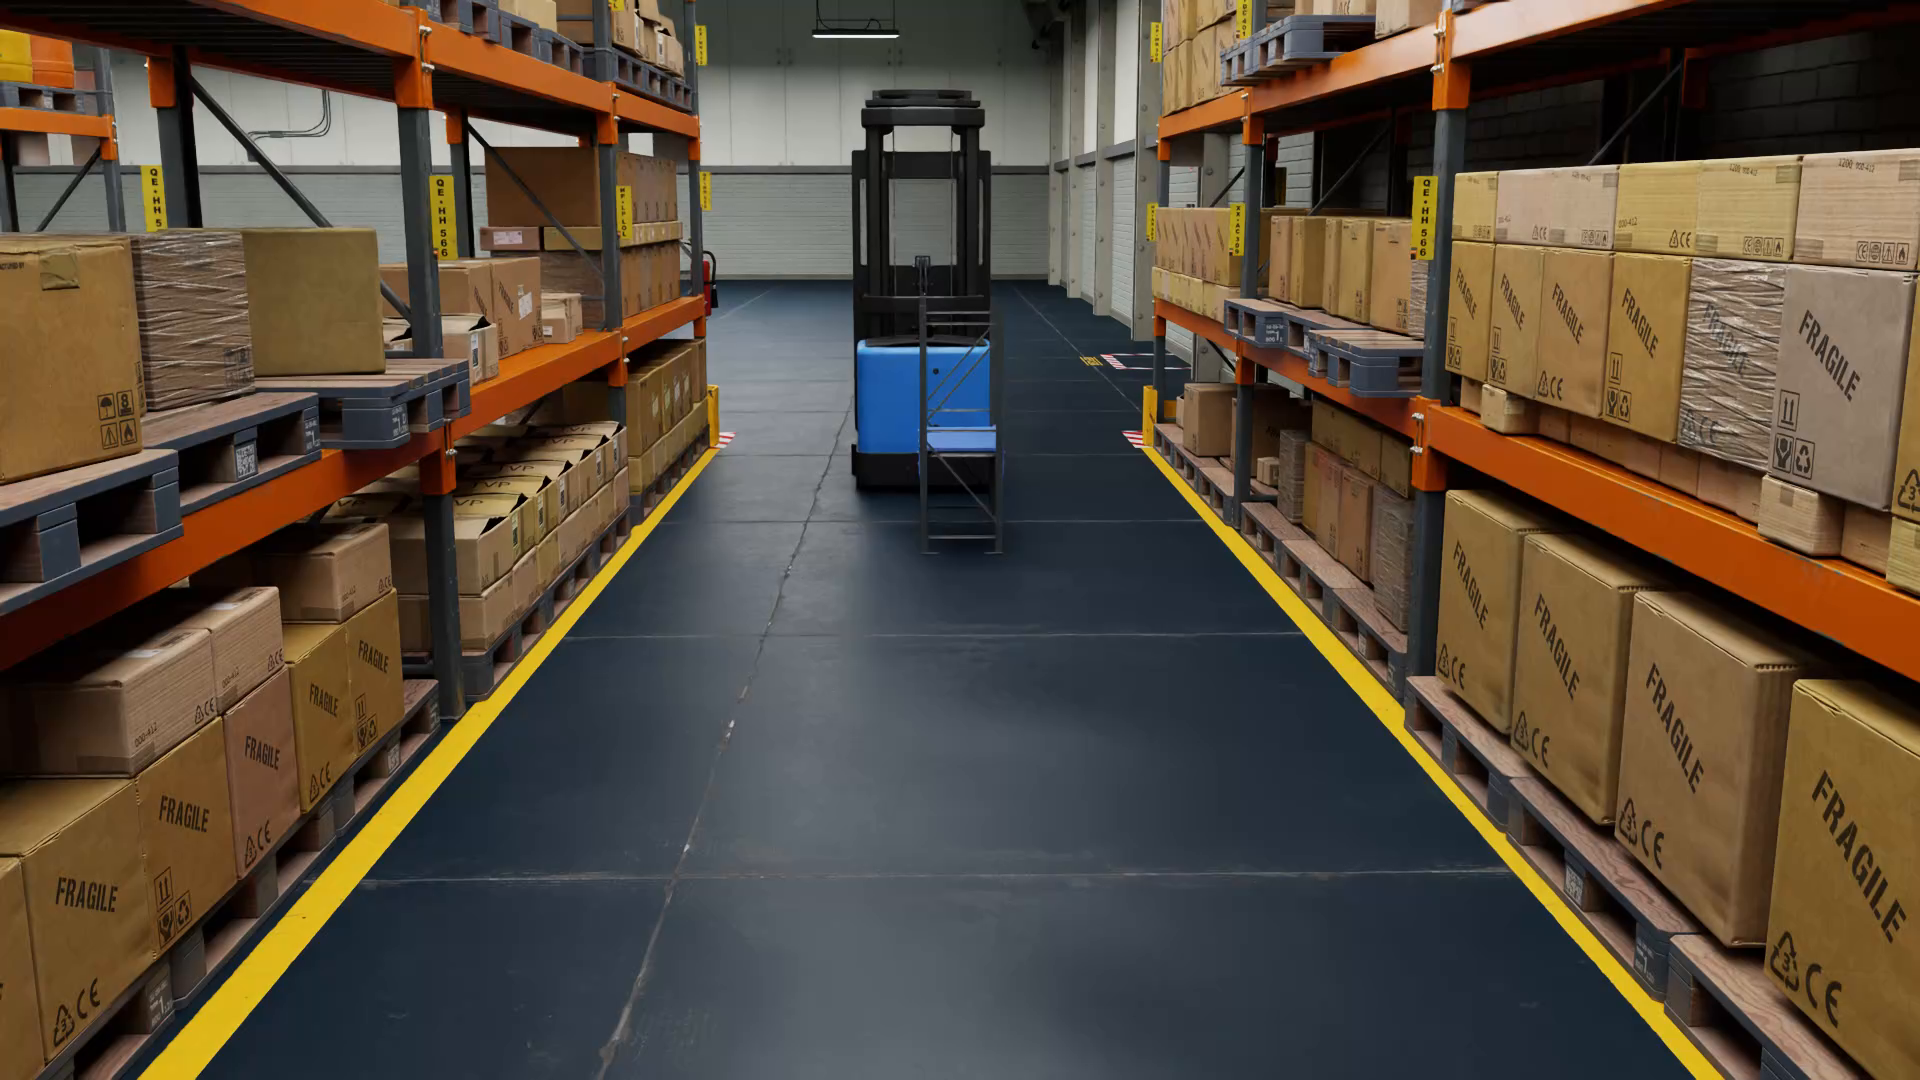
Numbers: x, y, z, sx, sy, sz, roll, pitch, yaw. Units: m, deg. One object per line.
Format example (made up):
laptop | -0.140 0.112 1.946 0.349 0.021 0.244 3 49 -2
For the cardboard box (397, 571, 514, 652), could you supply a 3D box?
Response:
cardboard box | -2.287 0.308 7.356 0.500 0.250 0.500 0 11 -1

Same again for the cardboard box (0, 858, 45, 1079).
cardboard box | -2.254 0.979 3.370 0.500 0.500 0.500 -1 11 -4

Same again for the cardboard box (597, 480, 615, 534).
cardboard box | -2.346 -0.200 9.860 0.500 0.250 0.500 0 11 -2

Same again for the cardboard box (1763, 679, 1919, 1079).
cardboard box | 2.322 0.765 3.596 0.750 0.750 0.750 0 11 0

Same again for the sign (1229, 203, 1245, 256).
sign | 1.757 -1.965 10.524 0.100 0.325 0.005 0 11 -1

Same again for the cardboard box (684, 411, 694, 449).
cardboard box | -2.395 -0.873 13.177 0.500 0.250 0.500 0 11 -1

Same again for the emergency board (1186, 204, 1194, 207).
emergency board | 2.959 -3.888 22.181 0.194 1.169 0.643 0 11 -1

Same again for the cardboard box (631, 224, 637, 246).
cardboard box | -2.487 -2.148 11.719 0.380 0.149 0.250 -1 11 -3

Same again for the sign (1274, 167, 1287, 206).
sign | 2.772 -3.060 14.393 0.100 0.325 0.005 0 11 -1

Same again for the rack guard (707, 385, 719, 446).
rack guard | -2.736 -1.098 14.716 1.175 0.500 0.348 0 11 -1

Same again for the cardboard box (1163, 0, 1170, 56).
cardboard box | 1.982 -4.281 13.756 0.500 0.500 0.500 -1 12 -5

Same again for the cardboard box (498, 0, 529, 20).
cardboard box | -2.636 -2.894 9.058 0.500 0.250 0.500 -1 12 -7

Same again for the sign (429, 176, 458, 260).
sign | -2.028 -1.261 6.518 0.100 0.325 0.005 0 11 -1

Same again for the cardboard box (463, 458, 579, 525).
cardboard box | -2.326 -0.275 8.818 0.500 0.311 0.500 0 11 -2

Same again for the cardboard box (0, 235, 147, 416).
cardboard box | -2.586 -0.539 4.364 0.700 0.500 0.500 -3 12 -16

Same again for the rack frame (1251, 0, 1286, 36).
rack frame | 2.300 -4.485 10.032 1.000 3.000 0.127 0 11 -1

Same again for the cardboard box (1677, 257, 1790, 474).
cardboard box | 2.181 -0.451 4.188 0.500 0.500 0.500 0 11 -1

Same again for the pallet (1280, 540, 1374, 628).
pallet | 2.345 0.220 8.945 1.003 0.211 1.213 0 11 -1

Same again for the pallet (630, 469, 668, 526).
pallet | -2.627 -0.315 11.582 1.003 0.211 1.213 0 11 -1

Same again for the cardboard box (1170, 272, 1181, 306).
cardboard box | 1.939 -1.973 13.069 0.500 0.250 0.500 0 11 -2

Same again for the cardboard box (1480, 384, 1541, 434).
cardboard box | 2.075 -0.467 5.896 0.380 0.149 0.250 0 11 1

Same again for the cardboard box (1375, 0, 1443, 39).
cardboard box | 2.098 -2.328 7.118 0.500 0.311 0.500 0 11 -1

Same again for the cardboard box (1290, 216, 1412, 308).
cardboard box | 2.281 -1.597 9.528 0.700 0.500 0.500 1 12 5

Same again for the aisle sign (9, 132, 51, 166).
aisle sign | -7.982 -3.586 14.154 0.394 0.787 0.004 0 11 -1

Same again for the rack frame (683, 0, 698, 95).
rack frame | -2.735 -5.259 13.848 1.000 3.000 0.127 0 11 -1

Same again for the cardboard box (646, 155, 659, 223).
cardboard box | -2.710 -2.695 12.787 0.700 0.500 0.500 0 11 -1

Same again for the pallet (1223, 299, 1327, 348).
pallet | 2.170 -1.298 9.896 1.003 0.211 1.213 0 11 -1

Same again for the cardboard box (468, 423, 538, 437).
cardboard box | -2.893 -0.574 10.291 0.500 0.311 0.500 0 11 -1

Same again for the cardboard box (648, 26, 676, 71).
cardboard box | -2.437 -3.681 12.431 0.500 0.311 0.500 1 12 6

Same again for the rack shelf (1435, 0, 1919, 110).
rack shelf | 2.424 -1.469 4.523 1.077 0.370 4.000 0 11 -1

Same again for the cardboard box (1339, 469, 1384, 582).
cardboard box | 2.382 -0.085 8.612 0.700 0.500 0.500 0 11 -1

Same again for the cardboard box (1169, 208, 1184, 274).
cardboard box | 1.931 -2.346 13.022 0.500 0.500 0.500 -1 11 -3

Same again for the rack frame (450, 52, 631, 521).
rack frame | -2.653 -1.524 10.525 1.000 3.000 0.127 0 11 -1

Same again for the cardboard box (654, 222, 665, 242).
cardboard box | -2.516 -2.405 12.988 0.380 0.149 0.250 0 11 1

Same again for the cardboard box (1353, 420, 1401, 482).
cardboard box | 2.351 -0.466 8.608 0.500 0.250 0.500 0 11 -1

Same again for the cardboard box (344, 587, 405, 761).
cardboard box | -2.316 0.466 5.899 0.500 0.500 0.500 0 11 1

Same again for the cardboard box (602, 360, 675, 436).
cardboard box | -2.370 -1.042 12.122 0.500 0.500 0.500 0 11 -1

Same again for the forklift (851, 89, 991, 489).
forklift | -0.314 -2.059 13.336 1.130 2.935 3.031 -1 11 -3

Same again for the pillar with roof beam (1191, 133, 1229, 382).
pillar with roof beam | -1.332 -6.319 19.075 9.100 9.000 0.400 0 11 -1

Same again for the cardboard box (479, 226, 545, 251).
cardboard box | -2.873 -1.944 10.712 0.380 0.149 0.250 0 11 -1

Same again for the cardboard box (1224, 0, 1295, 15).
cardboard box | 2.018 -3.662 10.705 0.500 0.500 0.500 -1 12 -6

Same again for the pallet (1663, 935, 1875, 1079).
pallet | 2.374 1.259 3.822 1.003 0.211 1.213 0 11 -1

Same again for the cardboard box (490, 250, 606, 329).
cardboard box | -2.668 -1.661 10.950 0.700 0.500 0.500 -1 11 -3

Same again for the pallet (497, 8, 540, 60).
pallet | -2.700 -2.463 8.085 1.003 0.211 1.213 0 11 1

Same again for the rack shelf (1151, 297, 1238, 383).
rack shelf | 2.258 -1.590 12.660 1.077 0.370 4.000 0 11 -1

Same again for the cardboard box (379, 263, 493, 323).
cardboard box | -2.621 -1.111 8.239 0.500 0.500 0.500 -1 11 -4

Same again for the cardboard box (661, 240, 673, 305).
cardboard box | -2.723 -2.171 13.462 0.700 0.500 0.500 0 11 0

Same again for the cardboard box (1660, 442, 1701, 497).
cardboard box | 2.199 -0.213 4.645 0.380 0.149 0.250 0 11 1

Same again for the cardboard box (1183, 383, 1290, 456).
cardboard box | 2.118 -0.933 12.795 0.700 0.500 0.500 -1 12 -5

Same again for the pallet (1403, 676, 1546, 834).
pallet | 2.323 0.774 6.213 1.003 0.211 1.213 0 11 -1

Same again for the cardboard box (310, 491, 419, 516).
cardboard box | -2.844 -0.068 7.799 0.500 0.311 0.500 0 11 -2

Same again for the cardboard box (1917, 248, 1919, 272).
cardboard box | 2.200 -0.618 3.127 0.500 0.250 0.500 0 11 0

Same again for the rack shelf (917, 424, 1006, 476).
rack shelf | -0.002 -0.576 10.529 0.538 0.185 1.000 0 11 -1

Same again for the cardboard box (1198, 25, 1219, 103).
cardboard box | 1.995 -3.383 11.846 0.500 0.500 0.500 -1 11 -3

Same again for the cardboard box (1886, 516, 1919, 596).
cardboard box | 2.146 0.043 3.385 0.380 0.149 0.250 0 11 0

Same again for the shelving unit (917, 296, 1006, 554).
shelving unit | -0.002 -0.752 10.494 0.538 1.500 1.048 0 11 -1

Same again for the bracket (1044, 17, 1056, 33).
bracket | 2.183 -12.276 39.382 0.076 0.066 4.783 0 11 -1

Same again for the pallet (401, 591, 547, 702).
pallet | -2.548 0.474 7.690 1.003 0.211 1.213 0 11 -1
